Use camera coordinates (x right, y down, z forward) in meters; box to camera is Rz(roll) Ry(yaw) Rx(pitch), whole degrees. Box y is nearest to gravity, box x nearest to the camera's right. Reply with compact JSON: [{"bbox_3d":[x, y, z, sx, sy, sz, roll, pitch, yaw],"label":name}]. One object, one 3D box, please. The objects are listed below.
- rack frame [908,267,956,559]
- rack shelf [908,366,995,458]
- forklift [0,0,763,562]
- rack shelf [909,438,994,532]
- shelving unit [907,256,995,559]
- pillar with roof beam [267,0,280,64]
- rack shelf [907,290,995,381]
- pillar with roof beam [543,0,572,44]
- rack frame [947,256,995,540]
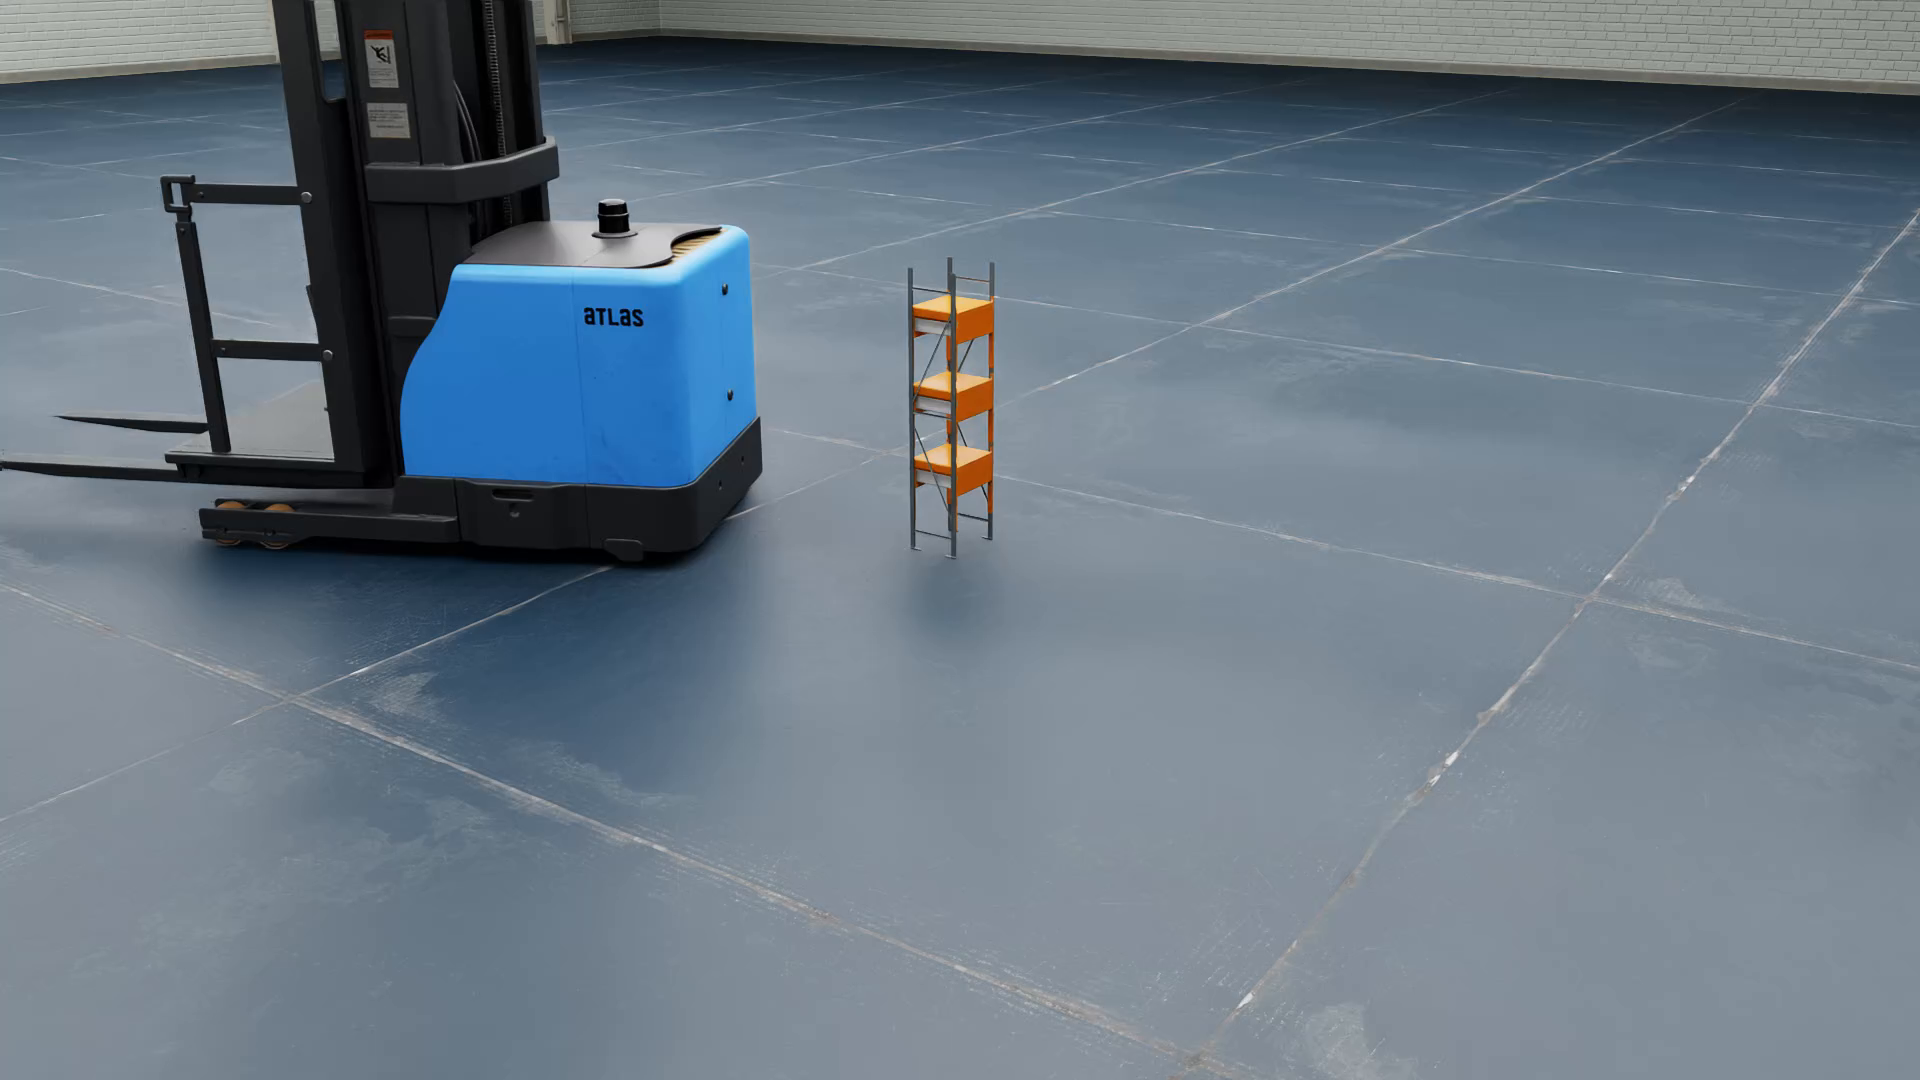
[{"bbox_3d":[-0.099,-0.442,5.947,0.200,1.050,0.008,13,24,32],"label":"rack frame"},{"bbox_3d":[-0.030,-0.467,6.045,0.215,0.259,0.240,13,24,32],"label":"rack shelf"},{"bbox_3d":[-2.371,-1.516,6.139,3.031,2.935,1.130,3,21,8],"label":"forklift"},{"bbox_3d":[-0.030,-0.206,6.141,0.215,0.259,0.240,13,24,32],"label":"rack shelf"},{"bbox_3d":[-0.030,-0.477,6.041,0.215,1.050,0.252,13,24,32],"label":"shelving unit"},{"bbox_3d":[-7.641,-11.363,24.013,9.100,9.000,0.400,13,24,32],"label":"pillar with roof beam"},{"bbox_3d":[-0.030,-0.733,5.947,0.215,0.259,0.240,13,24,32],"label":"rack shelf"},{"bbox_3d":[-4.268,-13.085,28.667,9.100,9.000,0.400,13,24,32],"label":"pillar with roof beam"},{"bbox_3d":[0.038,-0.512,6.136,0.200,1.050,0.008,13,24,32],"label":"rack frame"}]
